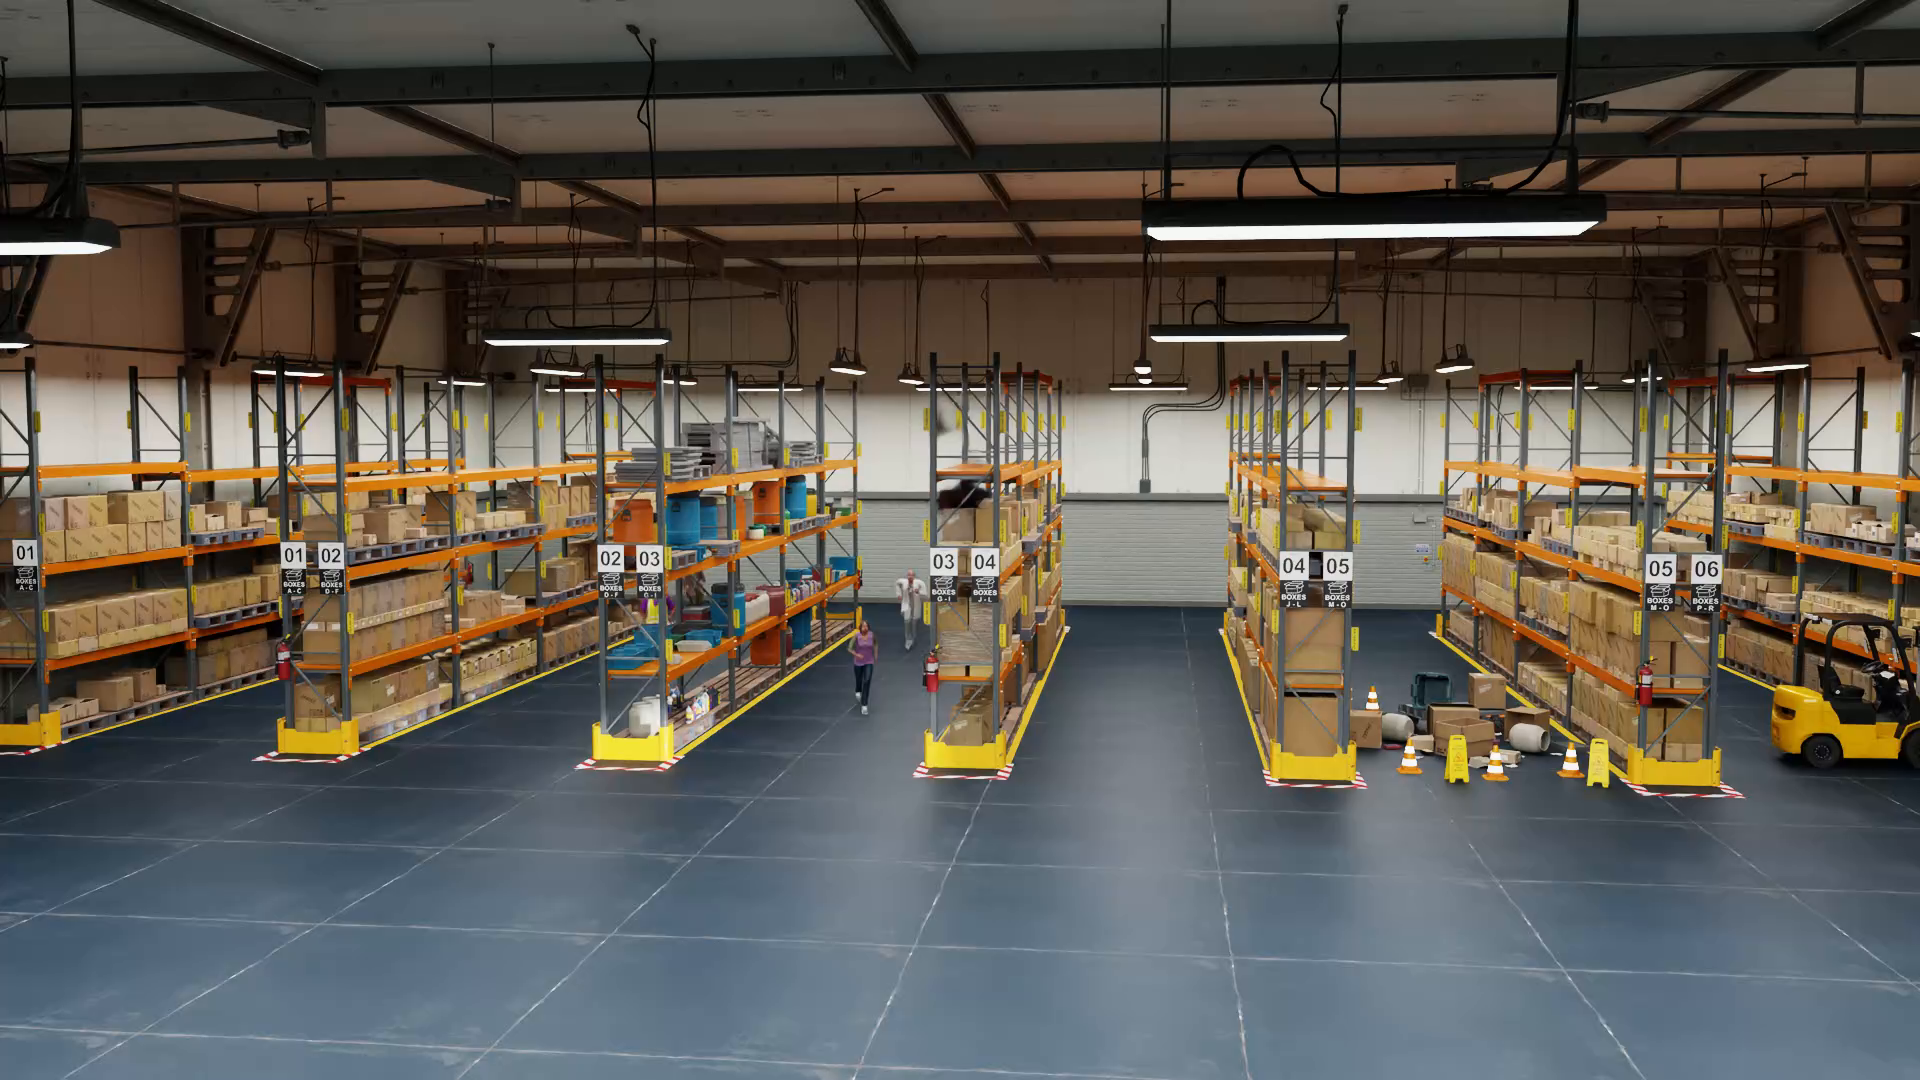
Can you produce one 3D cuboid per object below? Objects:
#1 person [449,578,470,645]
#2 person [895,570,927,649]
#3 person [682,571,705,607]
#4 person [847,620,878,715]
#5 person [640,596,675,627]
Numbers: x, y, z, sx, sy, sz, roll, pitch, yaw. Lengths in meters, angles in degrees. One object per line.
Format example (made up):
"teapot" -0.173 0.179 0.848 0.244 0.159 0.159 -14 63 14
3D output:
"person" -10.835 1.628 36.012 0.651 1.643 0.669 0 4 6
"person" -1.089 1.523 36.973 0.694 1.775 1.016 0 4 -6
"person" -6.710 1.194 41.734 0.746 1.745 0.583 -3 5 -40
"person" -1.686 2.167 28.890 0.564 1.592 0.921 -1 4 -13
"person" -6.218 1.727 34.133 0.714 1.733 0.764 0 4 -1
